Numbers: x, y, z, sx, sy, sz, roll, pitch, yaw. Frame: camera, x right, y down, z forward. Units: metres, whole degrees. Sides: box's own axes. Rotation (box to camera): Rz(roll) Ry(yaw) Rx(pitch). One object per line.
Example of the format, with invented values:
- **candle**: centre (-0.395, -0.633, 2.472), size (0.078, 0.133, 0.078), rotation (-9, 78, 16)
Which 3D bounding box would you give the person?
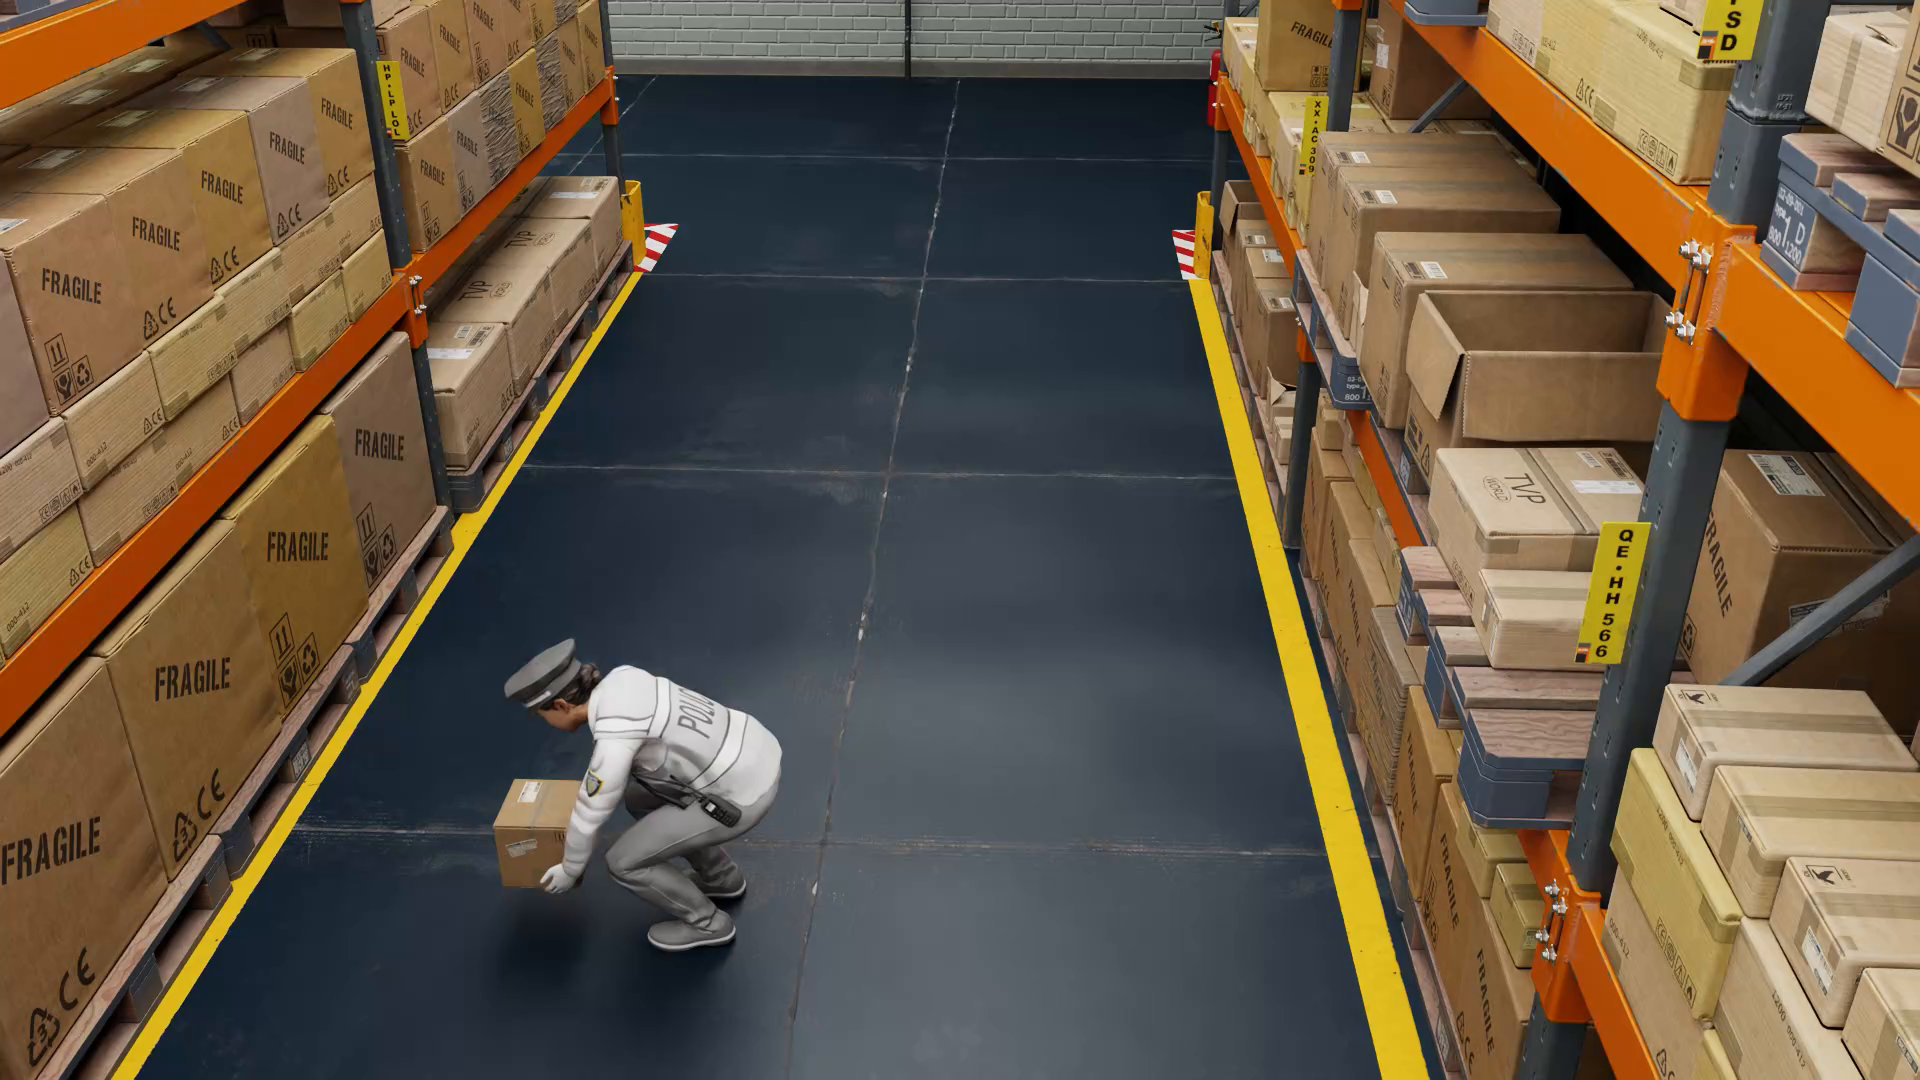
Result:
- **person**: centre (-0.979, 0.795, 5.268), size (0.815, 1.073, 0.504), rotation (1, 28, 2)
